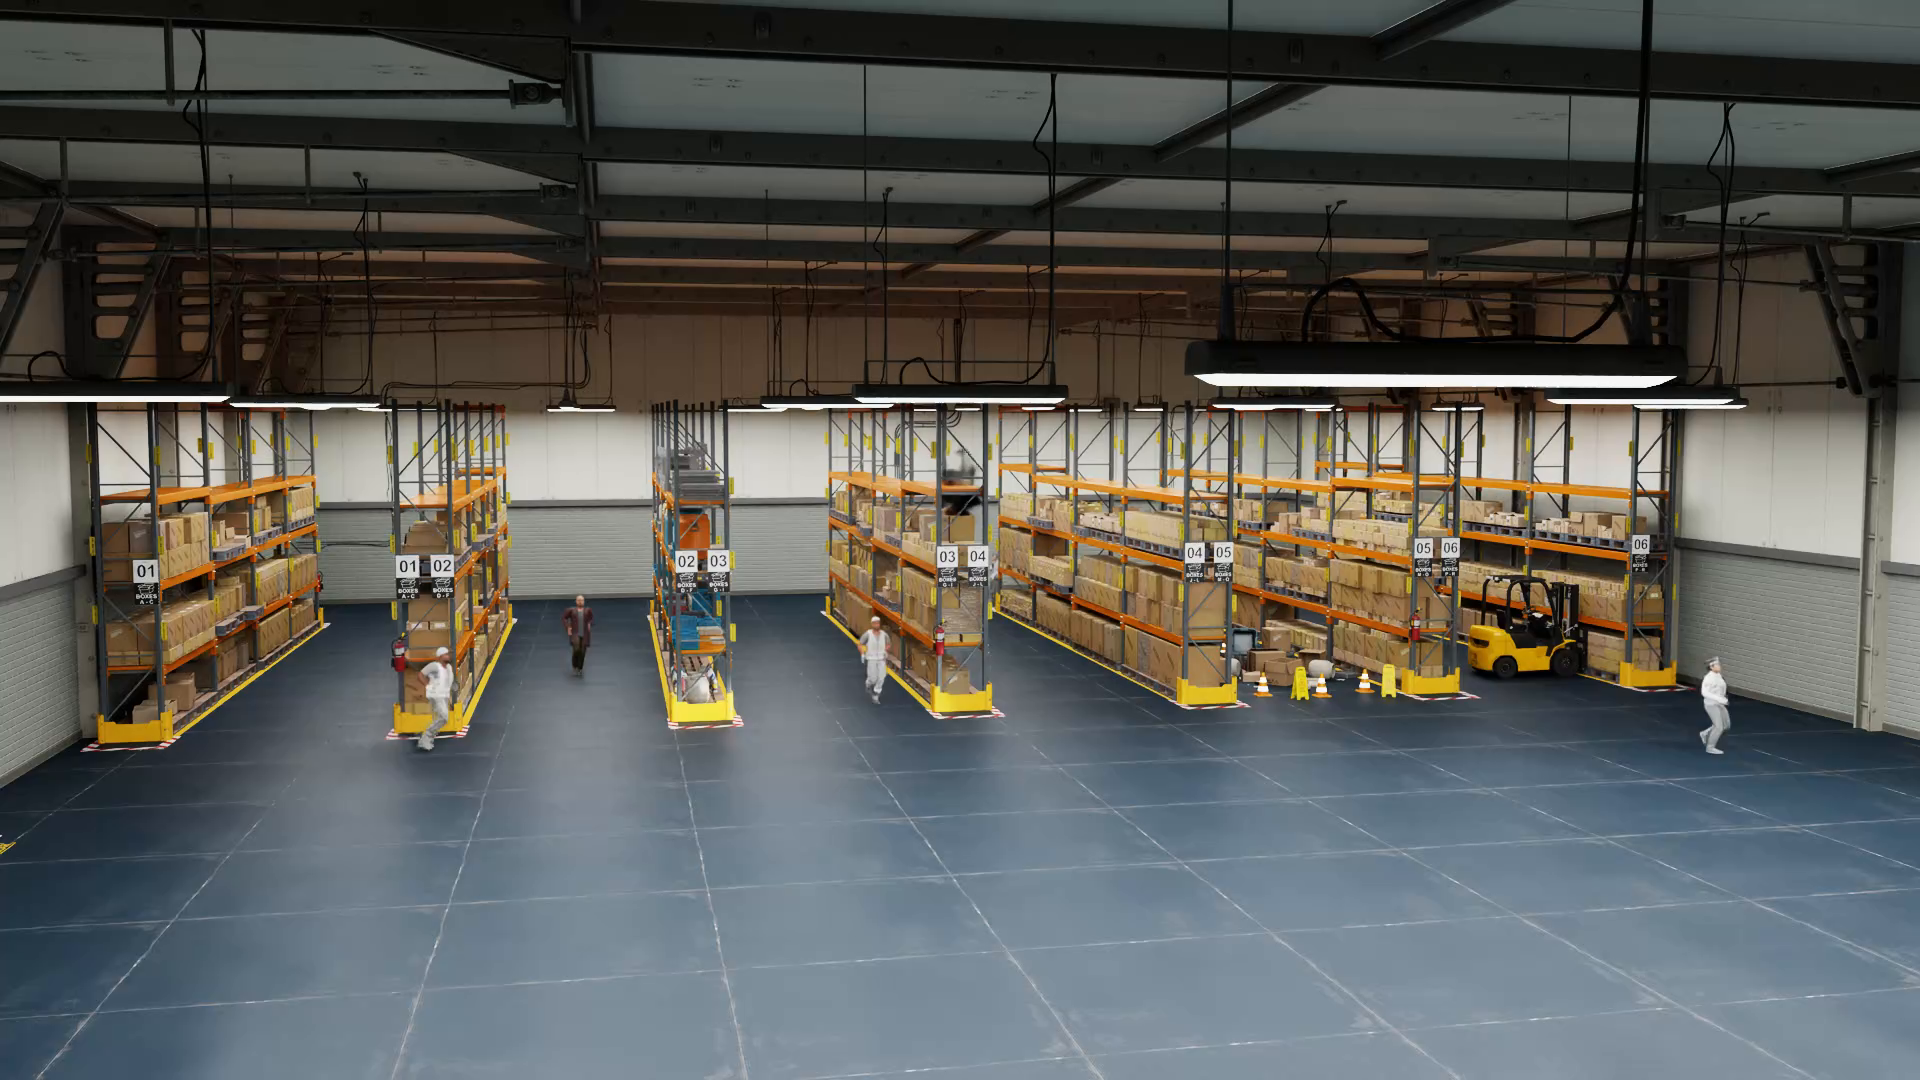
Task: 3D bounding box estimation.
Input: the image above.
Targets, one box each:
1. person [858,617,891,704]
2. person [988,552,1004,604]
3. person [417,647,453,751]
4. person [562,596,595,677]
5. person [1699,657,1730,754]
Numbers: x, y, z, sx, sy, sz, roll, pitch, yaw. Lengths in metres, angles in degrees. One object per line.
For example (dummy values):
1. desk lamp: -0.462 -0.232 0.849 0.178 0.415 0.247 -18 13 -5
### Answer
1. person: -1.673 2.375 32.959 0.663 1.728 0.585 -1 5 -19
2. person: 1.137 1.185 49.904 0.723 1.652 0.698 -1 4 -14
3. person: -8.925 2.703 28.512 0.626 1.719 0.731 1 4 13
4. person: -8.322 2.106 36.389 0.680 1.777 0.745 -2 5 -24
5. person: 12.749 2.783 28.053 0.611 1.649 0.548 -4 6 -40
